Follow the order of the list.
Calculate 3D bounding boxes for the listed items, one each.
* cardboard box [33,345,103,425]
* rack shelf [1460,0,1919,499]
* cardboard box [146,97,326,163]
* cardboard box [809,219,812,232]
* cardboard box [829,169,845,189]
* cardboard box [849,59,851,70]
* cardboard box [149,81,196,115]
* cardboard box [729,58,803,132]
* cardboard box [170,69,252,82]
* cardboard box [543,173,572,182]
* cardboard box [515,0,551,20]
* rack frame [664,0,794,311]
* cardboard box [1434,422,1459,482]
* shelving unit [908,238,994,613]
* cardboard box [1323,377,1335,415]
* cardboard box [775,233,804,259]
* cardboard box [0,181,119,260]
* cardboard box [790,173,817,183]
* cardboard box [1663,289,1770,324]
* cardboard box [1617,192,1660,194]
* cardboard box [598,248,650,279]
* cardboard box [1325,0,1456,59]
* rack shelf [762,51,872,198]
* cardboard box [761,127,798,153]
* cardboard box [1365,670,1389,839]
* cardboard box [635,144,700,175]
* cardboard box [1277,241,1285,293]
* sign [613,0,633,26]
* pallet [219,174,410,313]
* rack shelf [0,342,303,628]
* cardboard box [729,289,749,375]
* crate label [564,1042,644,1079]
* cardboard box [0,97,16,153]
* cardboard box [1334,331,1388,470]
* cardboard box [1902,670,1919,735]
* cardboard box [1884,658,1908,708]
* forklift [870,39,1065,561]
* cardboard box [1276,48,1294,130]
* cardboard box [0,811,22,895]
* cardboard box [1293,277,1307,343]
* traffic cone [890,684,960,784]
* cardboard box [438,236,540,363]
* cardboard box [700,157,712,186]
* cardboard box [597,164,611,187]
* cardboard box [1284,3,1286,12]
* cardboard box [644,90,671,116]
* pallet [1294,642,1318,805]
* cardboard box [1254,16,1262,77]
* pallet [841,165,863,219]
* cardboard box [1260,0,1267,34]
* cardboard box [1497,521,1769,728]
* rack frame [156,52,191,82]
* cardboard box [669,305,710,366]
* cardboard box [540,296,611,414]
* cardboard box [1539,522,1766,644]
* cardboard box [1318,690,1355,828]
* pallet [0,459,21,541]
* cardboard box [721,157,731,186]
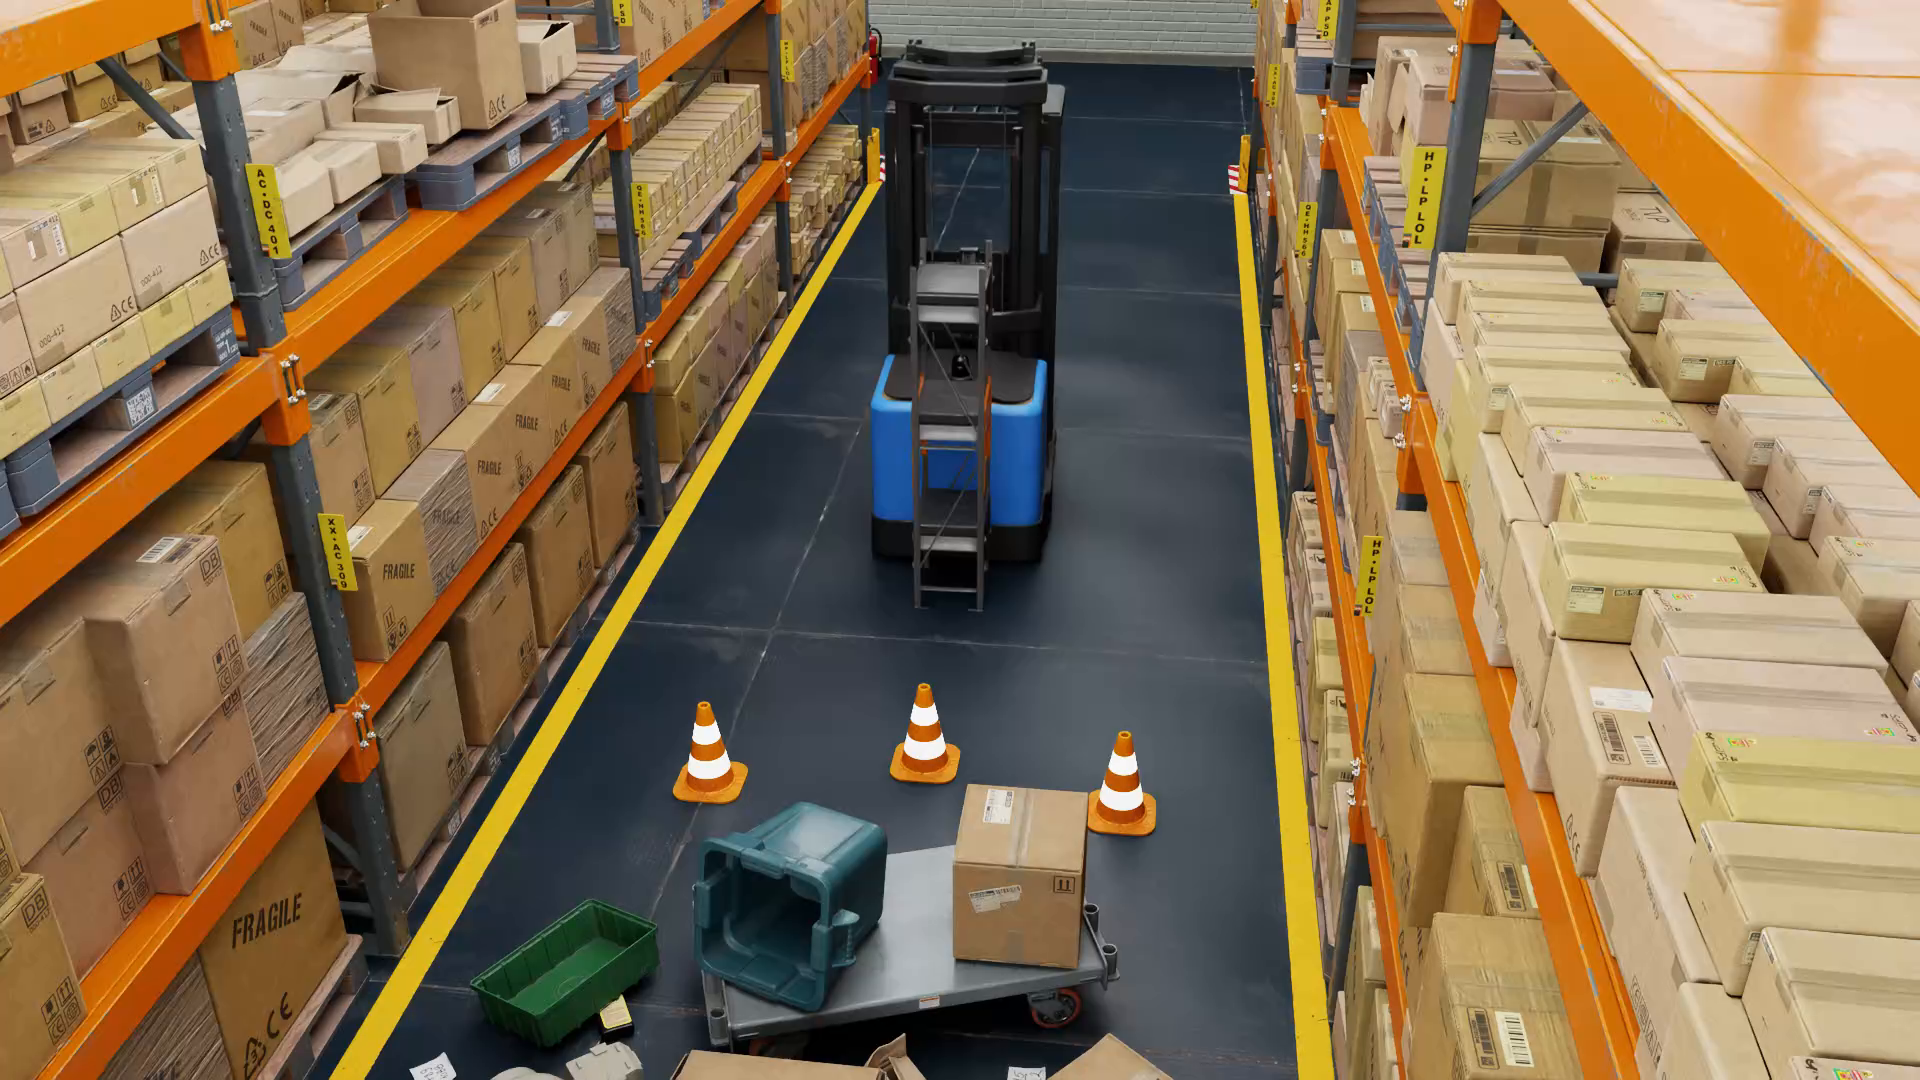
[{"bbox_3d":[-2.725,-0.455,4.779,0.380,0.149,0.250,3,29,6],"label":"cardboard box"},{"bbox_3d":[1.774,-0.709,3.132,1.077,0.370,4.000,3,28,6],"label":"rack shelf"},{"bbox_3d":[-2.973,-1.645,6.880,0.500,0.250,0.500,3,28,6],"label":"cardboard box"},{"bbox_3d":[-1.571,-2.912,15.348,0.380,0.149,0.250,2,28,4],"label":"cardboard box"},{"bbox_3d":[-1.330,-3.522,16.167,0.380,0.149,0.250,4,29,7],"label":"cardboard box"},{"bbox_3d":[-1.279,-4.702,16.371,0.380,0.149,0.250,3,28,6],"label":"cardboard box"},{"bbox_3d":[-6.622,-3.477,13.728,0.500,0.500,0.500,3,29,6],"label":"cardboard box"},{"bbox_3d":[-1.615,-3.726,13.877,0.500,0.500,0.500,3,28,5],"label":"cardboard box"},{"bbox_3d":[-6.518,-3.940,14.537,0.500,0.250,0.500,3,28,5],"label":"cardboard box"},{"bbox_3d":[-2.746,-2.285,10.816,0.380,0.149,0.250,4,29,8],"label":"cardboard box"},{"bbox_3d":[-2.598,-3.098,9.862,0.500,0.500,0.500,3,28,6],"label":"cardboard box"},{"bbox_3d":[-1.926,-3.333,13.566,1.000,3.000,0.127,3,28,6],"label":"rack frame"},{"bbox_3d":[1.648,-0.285,5.010,0.380,0.149,0.250,3,28,6],"label":"cardboard box"},{"bbox_3d":[-0.044,-0.625,9.488,0.431,2.100,0.503,2,28,4],"label":"shelving unit"},{"bbox_3d":[2.083,-0.757,8.606,0.380,0.149,0.250,4,29,6],"label":"cardboard box"},{"bbox_3d":[-1.564,-2.546,14.354,0.380,0.149,0.250,5,29,9],"label":"cardboard box"},{"bbox_3d":[-2.697,-0.929,4.818,0.380,0.149,0.250,3,28,6],"label":"cardboard box"},{"bbox_3d":[-1.530,-3.295,15.432,0.380,0.149,0.250,2,28,4],"label":"cardboard box"},{"bbox_3d":[2.241,-0.599,4.754,0.380,0.149,0.250,3,28,5],"label":"cardboard box"},{"bbox_3d":[2.550,-1.257,6.266,0.500,0.250,0.500,3,28,6],"label":"cardboard box"},{"bbox_3d":[-2.161,-1.723,10.400,0.380,0.149,0.250,3,28,5],"label":"cardboard box"},{"bbox_3d":[2.406,-2.947,9.136,0.797,0.503,0.637,2,28,3],"label":"cardboard box"},{"bbox_3d":[-1.681,-3.958,15.484,1.077,0.370,4.000,3,28,6],"label":"rack shelf"},{"bbox_3d":[-1.566,-3.337,13.838,0.380,0.149,0.250,4,29,8],"label":"cardboard box"},{"bbox_3d":[1.689,0.689,5.682,0.500,0.500,0.500,3,28,6],"label":"cardboard box"},{"bbox_3d":[-2.007,-2.611,11.422,0.380,0.149,0.250,4,29,8],"label":"cardboard box"},{"bbox_3d":[3.183,-2.439,14.166,0.875,0.438,0.875,3,28,5],"label":"cardboard box"},{"bbox_3d":[-1.866,-2.997,9.151,0.100,0.325,0.005,3,28,6],"label":"sign"},{"bbox_3d":[-2.843,-1.238,6.717,0.805,0.209,1.217,2,28,4],"label":"pallet"},{"bbox_3d":[-3.151,0.370,4.288,1.077,0.370,4.000,3,28,6],"label":"rack shelf"},{"bbox_3d":[-1.897,-1.572,12.490,0.500,0.500,0.500,3,28,5],"label":"cardboard box"},{"bbox_3d":[-1.398,2.101,6.498,0.298,0.136,0.250,-17,33,-29],"label":"crate label"},{"bbox_3d":[-7.138,-2.921,11.639,0.797,0.503,0.637,4,29,7],"label":"cardboard box"},{"bbox_3d":[2.040,-0.641,7.707,0.500,0.500,0.500,2,28,4],"label":"cardboard box"},{"bbox_3d":[1.922,0.370,2.955,0.380,0.149,0.250,3,28,6],"label":"cardboard box"},{"bbox_3d":[1.965,0.468,3.193,0.500,0.250,0.500,4,29,8],"label":"cardboard box"},{"bbox_3d":[0.100,-1.832,10.853,1.130,2.935,3.031,2,28,4],"label":"forklift"},{"bbox_3d":[2.660,-3.387,12.506,0.500,0.500,0.500,4,29,7],"label":"cardboard box"},{"bbox_3d":[-3.197,0.825,4.552,0.875,0.550,0.500,3,28,6],"label":"cardboard box"},{"bbox_3d":[2.314,-1.397,10.131,0.500,0.250,0.500,2,28,4],"label":"cardboard box"},{"bbox_3d":[-0.175,0.930,8.328,0.336,0.463,0.334,3,28,6],"label":"traffic cone"},{"bbox_3d":[-2.602,-1.244,8.529,0.700,0.500,0.500,3,28,5],"label":"cardboard box"},{"bbox_3d":[-1.972,-2.605,11.723,0.380,0.149,0.250,4,29,8],"label":"cardboard box"},{"bbox_3d":[-2.651,-2.522,11.569,0.380,0.149,0.250,4,29,7],"label":"cardboard box"},{"bbox_3d":[2.910,-4.501,13.890,0.380,0.149,0.250,3,28,6],"label":"cardboard box"},{"bbox_3d":[-2.458,-3.379,12.846,0.380,0.149,0.250,4,29,8],"label":"cardboard box"},{"bbox_3d":[2.260,0.958,8.541,1.003,0.211,1.213,3,28,6],"label":"pallet"},{"bbox_3d":[3.146,-4.811,16.203,0.500,0.500,0.500,3,28,6],"label":"cardboard box"},{"bbox_3d":[-1.580,-3.572,16.950,1.003,0.211,1.213,3,28,6],"label":"pallet"},{"bbox_3d":[3.092,-5.007,15.514,0.500,0.500,0.500,3,28,5],"label":"cardboard box"},{"bbox_3d":[1.506,0.195,3.700,0.500,0.250,0.500,4,29,7],"label":"cardboard box"},{"bbox_3d":[-6.836,-3.669,14.190,1.000,3.000,0.127,3,28,6],"label":"rack frame"},{"bbox_3d":[-2.029,-1.414,11.406,0.500,0.250,0.500,3,28,6],"label":"cardboard box"},{"bbox_3d":[-2.267,-1.032,9.189,0.500,0.500,0.500,3,28,6],"label":"cardboard box"},{"bbox_3d":[1.432,0.094,3.466,0.380,0.149,0.250,4,29,7],"label":"cardboard box"},{"bbox_3d":[2.166,1.059,7.741,0.950,0.372,0.625,5,29,9],"label":"cardboard box"},{"bbox_3d":[-3.168,0.108,4.109,1.003,0.211,1.213,3,28,6],"label":"pallet"},{"bbox_3d":[-1.901,-2.720,12.251,0.380,0.149,0.250,2,28,4],"label":"cardboard box"}]
